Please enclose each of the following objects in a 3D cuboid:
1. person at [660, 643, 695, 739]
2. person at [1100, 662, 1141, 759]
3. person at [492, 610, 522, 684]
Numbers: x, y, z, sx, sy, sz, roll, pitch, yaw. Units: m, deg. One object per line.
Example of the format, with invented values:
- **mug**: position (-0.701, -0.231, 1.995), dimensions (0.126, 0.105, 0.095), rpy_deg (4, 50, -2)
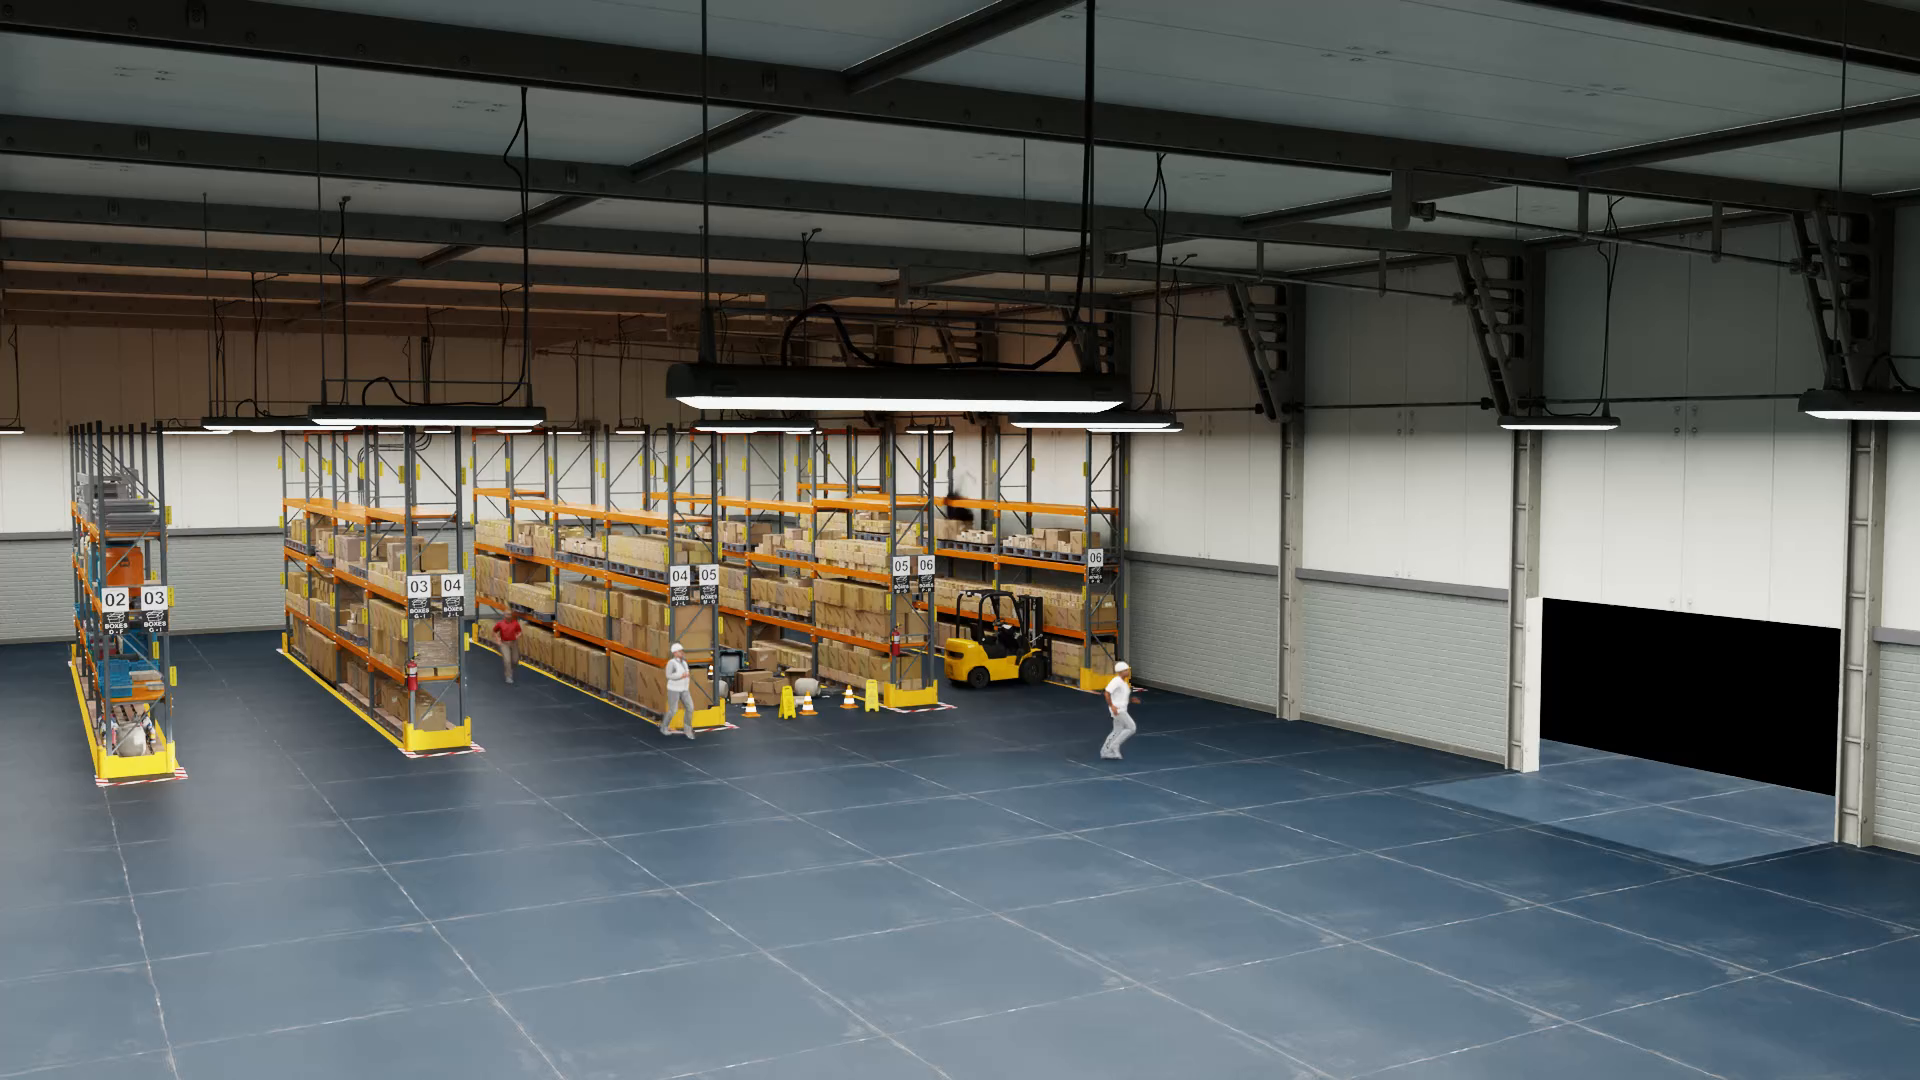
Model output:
- **person**: position (-5.377, 2.890, 31.623), dimensions (0.698, 1.853, 0.655), rpy_deg (2, 4, 31)
- **person**: position (2.857, 3.022, 29.547), dimensions (0.707, 1.713, 0.619), rpy_deg (1, 4, 10)
- **person**: position (-10.566, 2.474, 38.882), dimensions (0.675, 1.689, 0.830), rpy_deg (-2, 4, -29)
